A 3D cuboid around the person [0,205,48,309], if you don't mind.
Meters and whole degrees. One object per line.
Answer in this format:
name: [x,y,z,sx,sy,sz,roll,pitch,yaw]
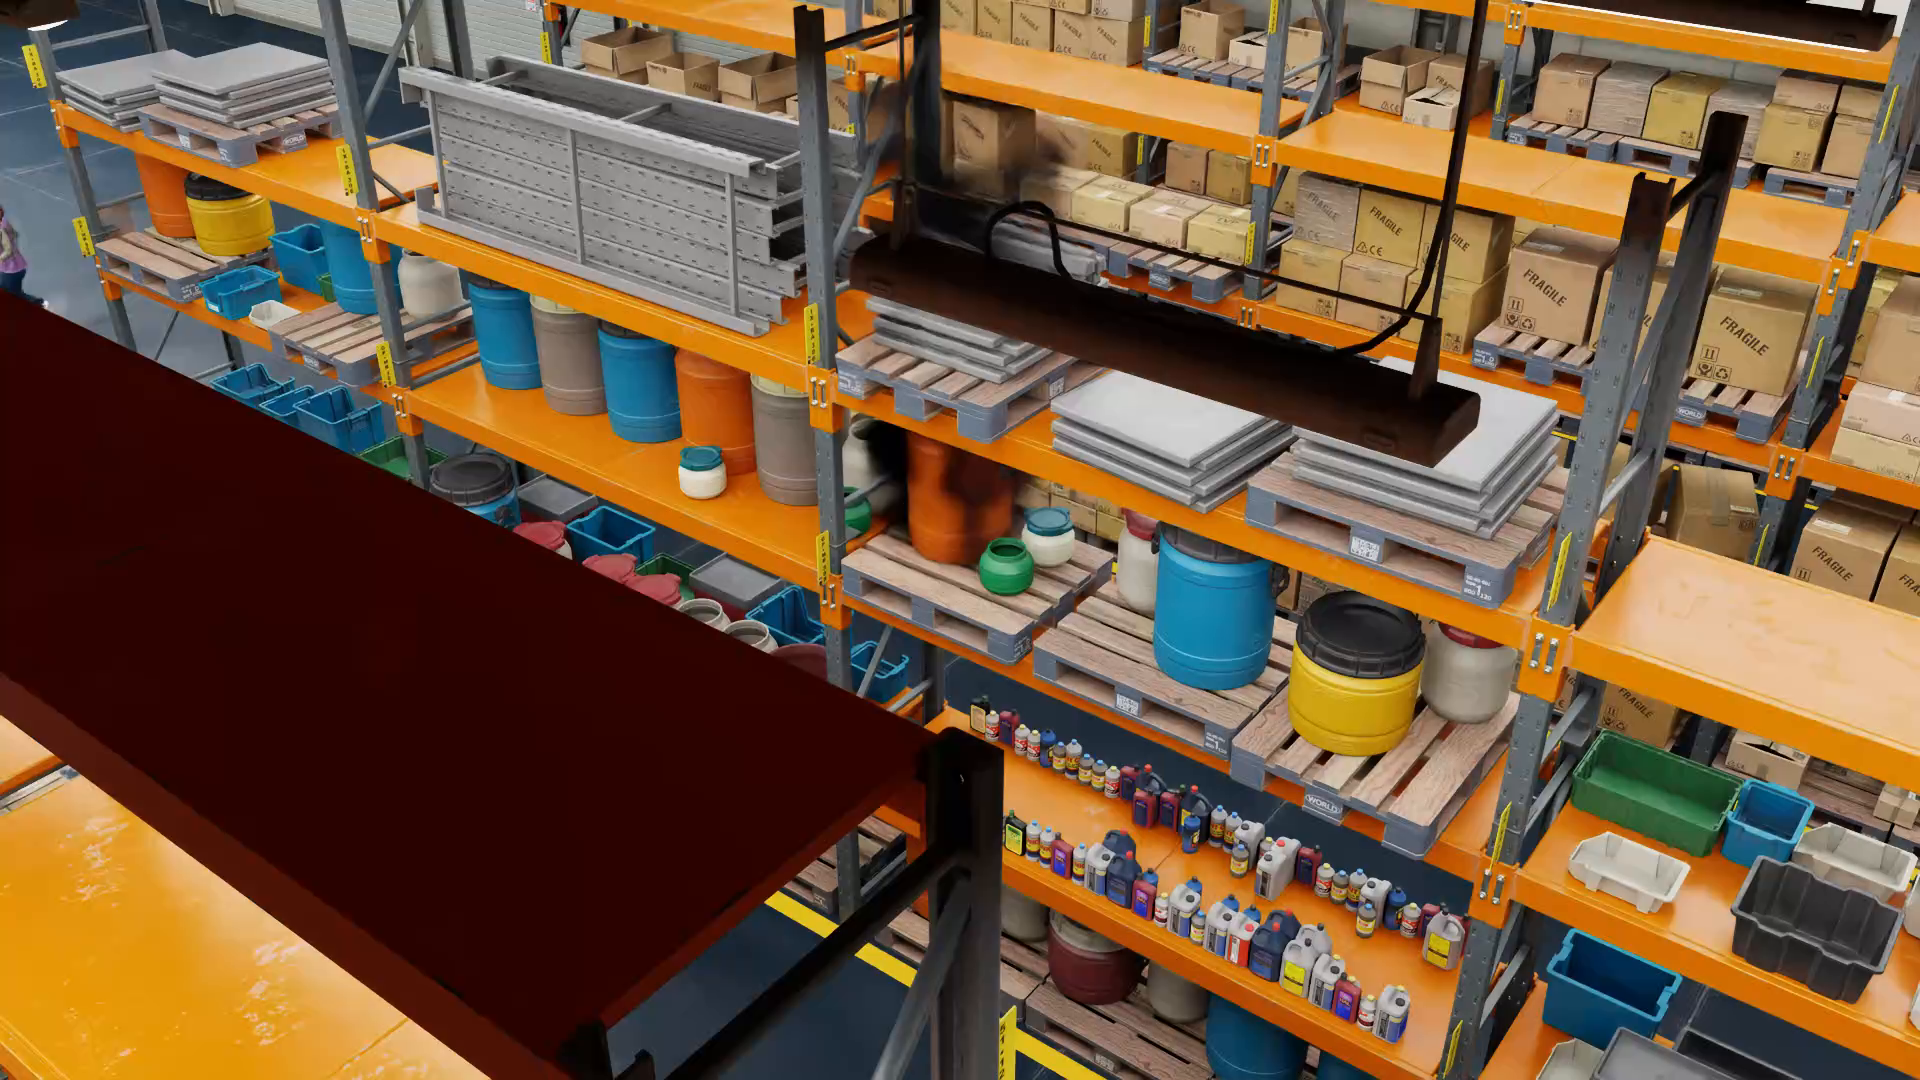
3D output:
person: [-10.744,-3.073,18.818,0.532,1.569,0.549,-17,35,-26]
